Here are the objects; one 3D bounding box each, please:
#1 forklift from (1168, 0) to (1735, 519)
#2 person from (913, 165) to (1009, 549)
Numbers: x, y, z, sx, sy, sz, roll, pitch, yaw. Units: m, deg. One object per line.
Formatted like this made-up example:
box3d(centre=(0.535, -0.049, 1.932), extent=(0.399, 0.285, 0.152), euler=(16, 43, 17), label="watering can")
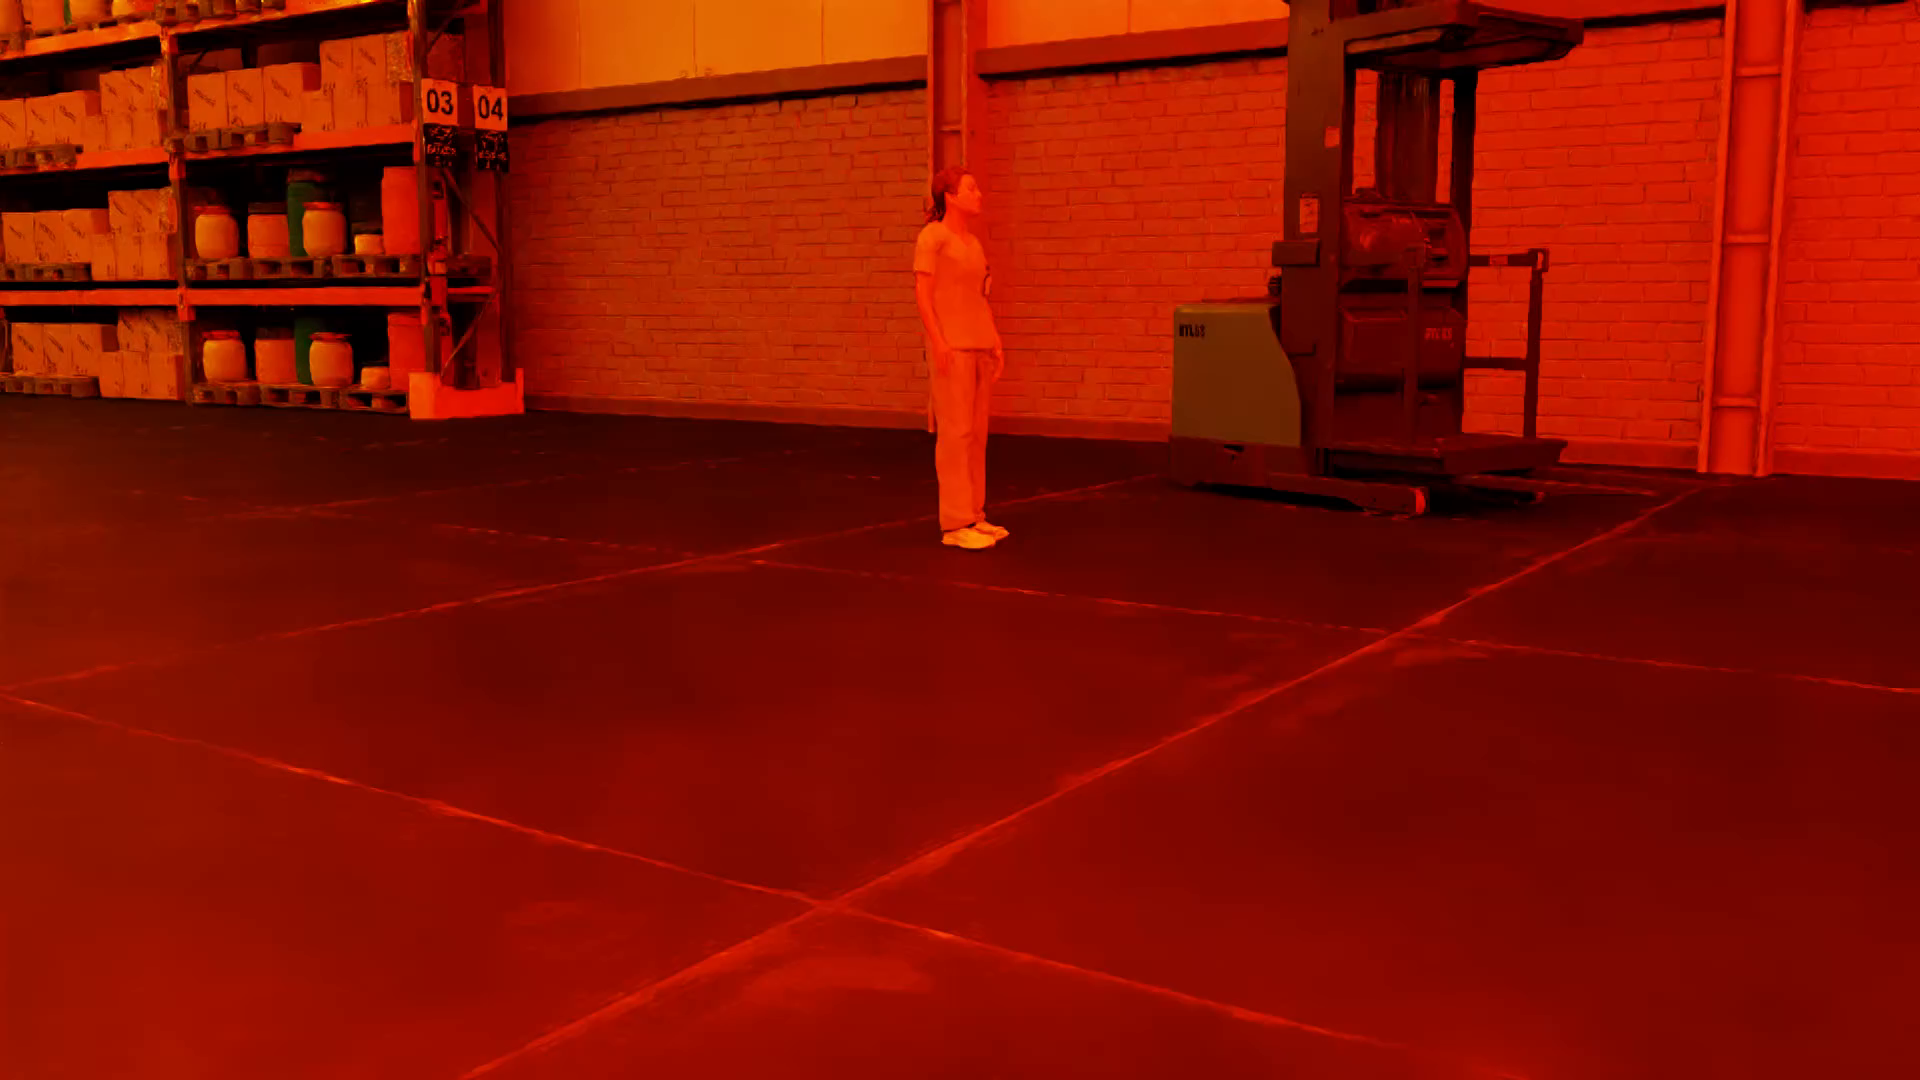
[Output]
box3d(centre=(2.492, -1.633, 8.674), extent=(1.130, 2.935, 3.031), euler=(-6, 10, -36), label="forklift")
box3d(centre=(0.054, -0.829, 7.433), extent=(0.548, 1.674, 0.550), euler=(5, 10, 34), label="person")
